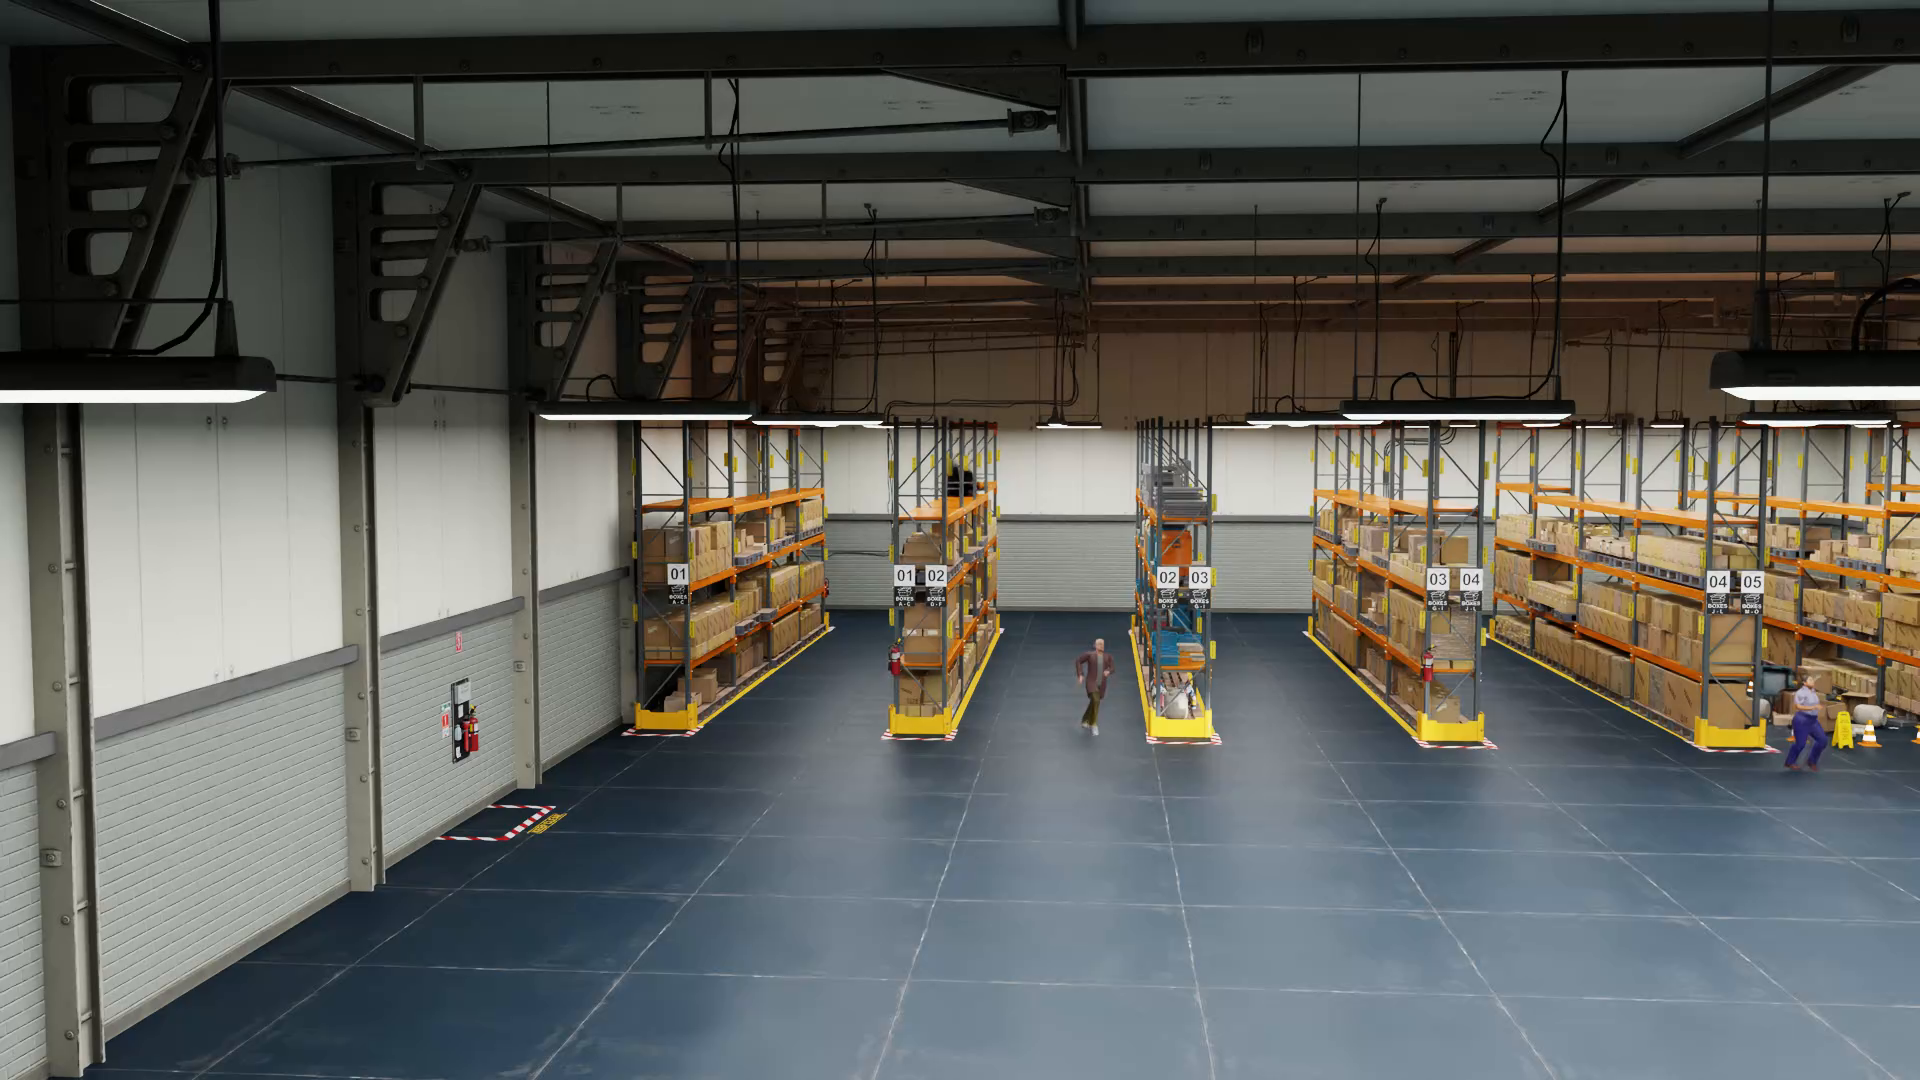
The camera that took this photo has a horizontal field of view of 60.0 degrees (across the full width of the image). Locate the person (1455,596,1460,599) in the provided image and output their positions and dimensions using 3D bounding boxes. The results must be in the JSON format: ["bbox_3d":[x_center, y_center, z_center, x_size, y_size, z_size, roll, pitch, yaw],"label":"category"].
[{"bbox_3d":[13.465,1.902,45.565,0.708,1.745,0.662,2,4,23],"label":"person"}]

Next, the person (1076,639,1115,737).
[{"bbox_3d":[2.626,2.773,31.600,0.689,1.785,0.868,-1,4,-20],"label":"person"}]

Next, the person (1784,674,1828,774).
[{"bbox_3d":[14.203,3.097,27.882,0.605,1.696,0.641,-2,4,-33],"label":"person"}]
